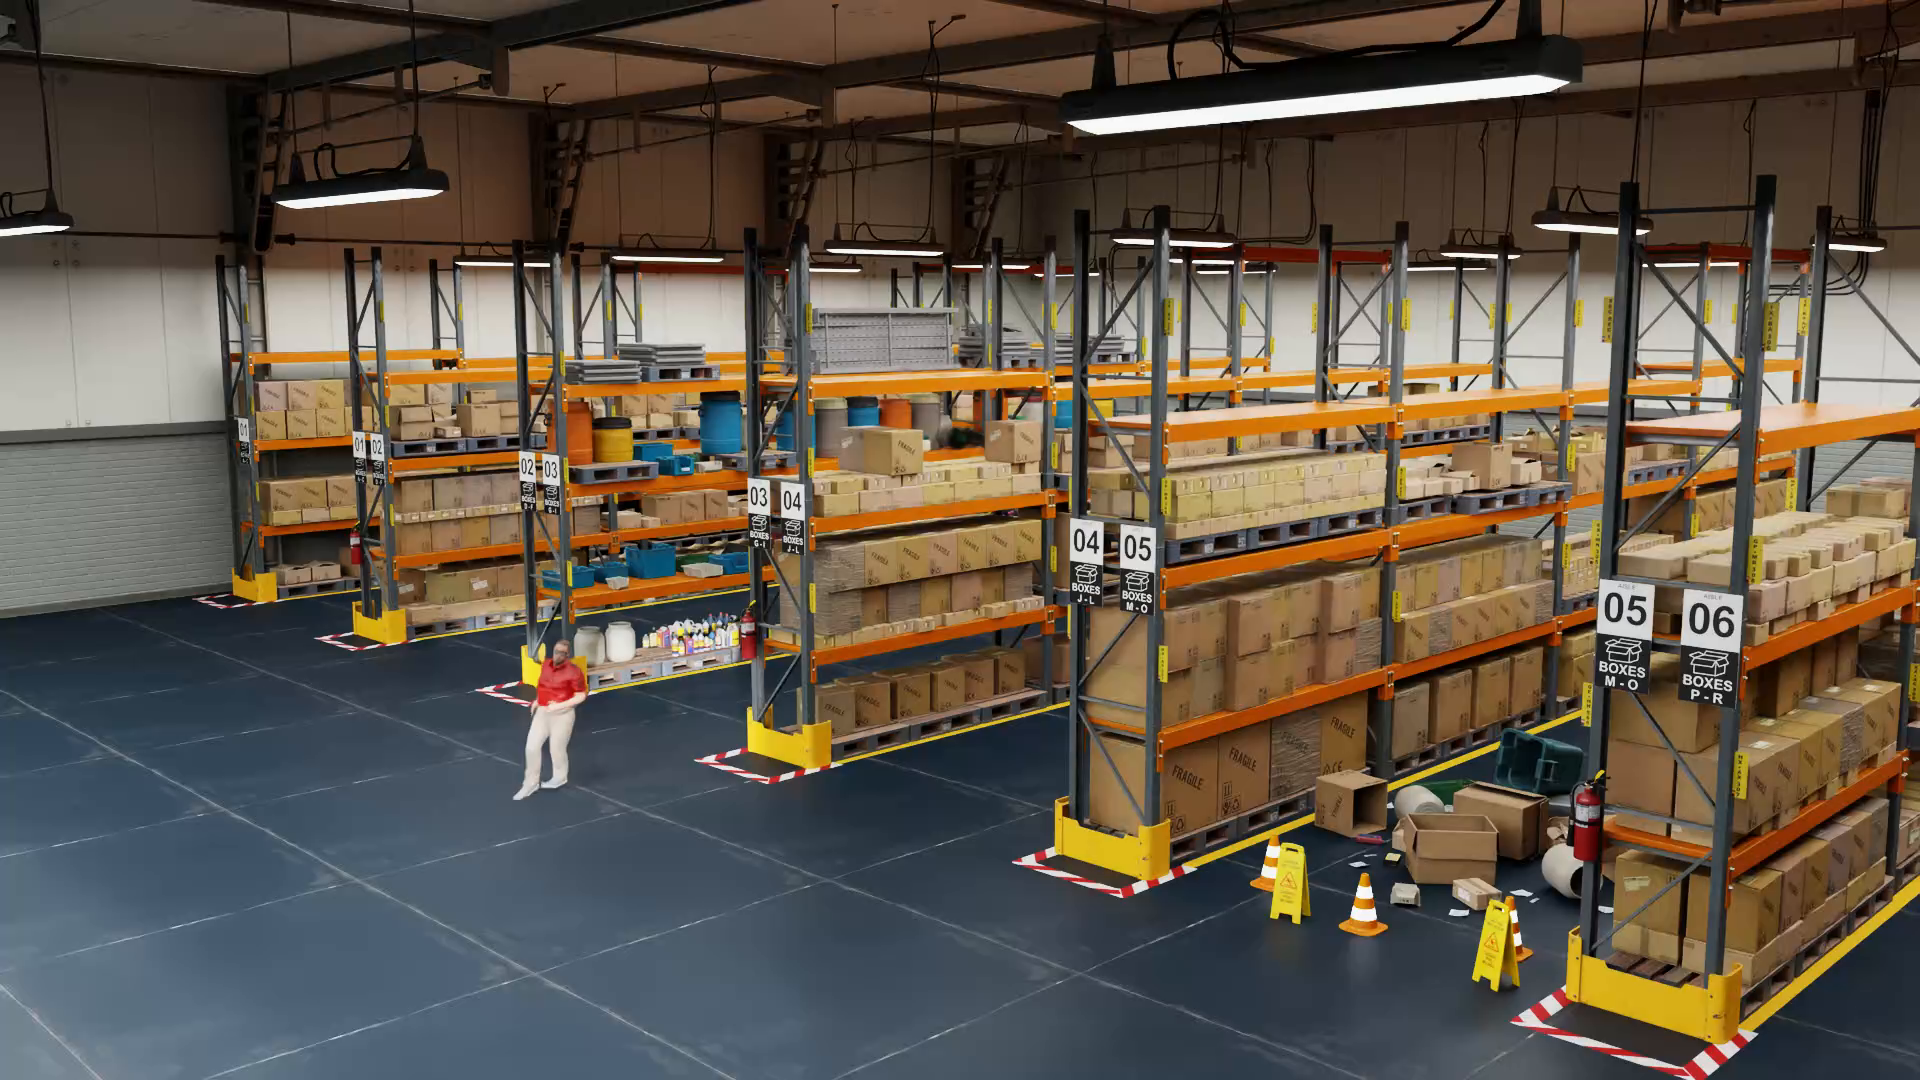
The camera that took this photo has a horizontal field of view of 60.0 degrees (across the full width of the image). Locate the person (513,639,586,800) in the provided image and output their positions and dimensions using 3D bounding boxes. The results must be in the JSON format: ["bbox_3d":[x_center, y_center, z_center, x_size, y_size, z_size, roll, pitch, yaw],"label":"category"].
[{"bbox_3d":[-4.268,1.894,17.486,0.801,1.755,0.615,3,9,18],"label":"person"}]
